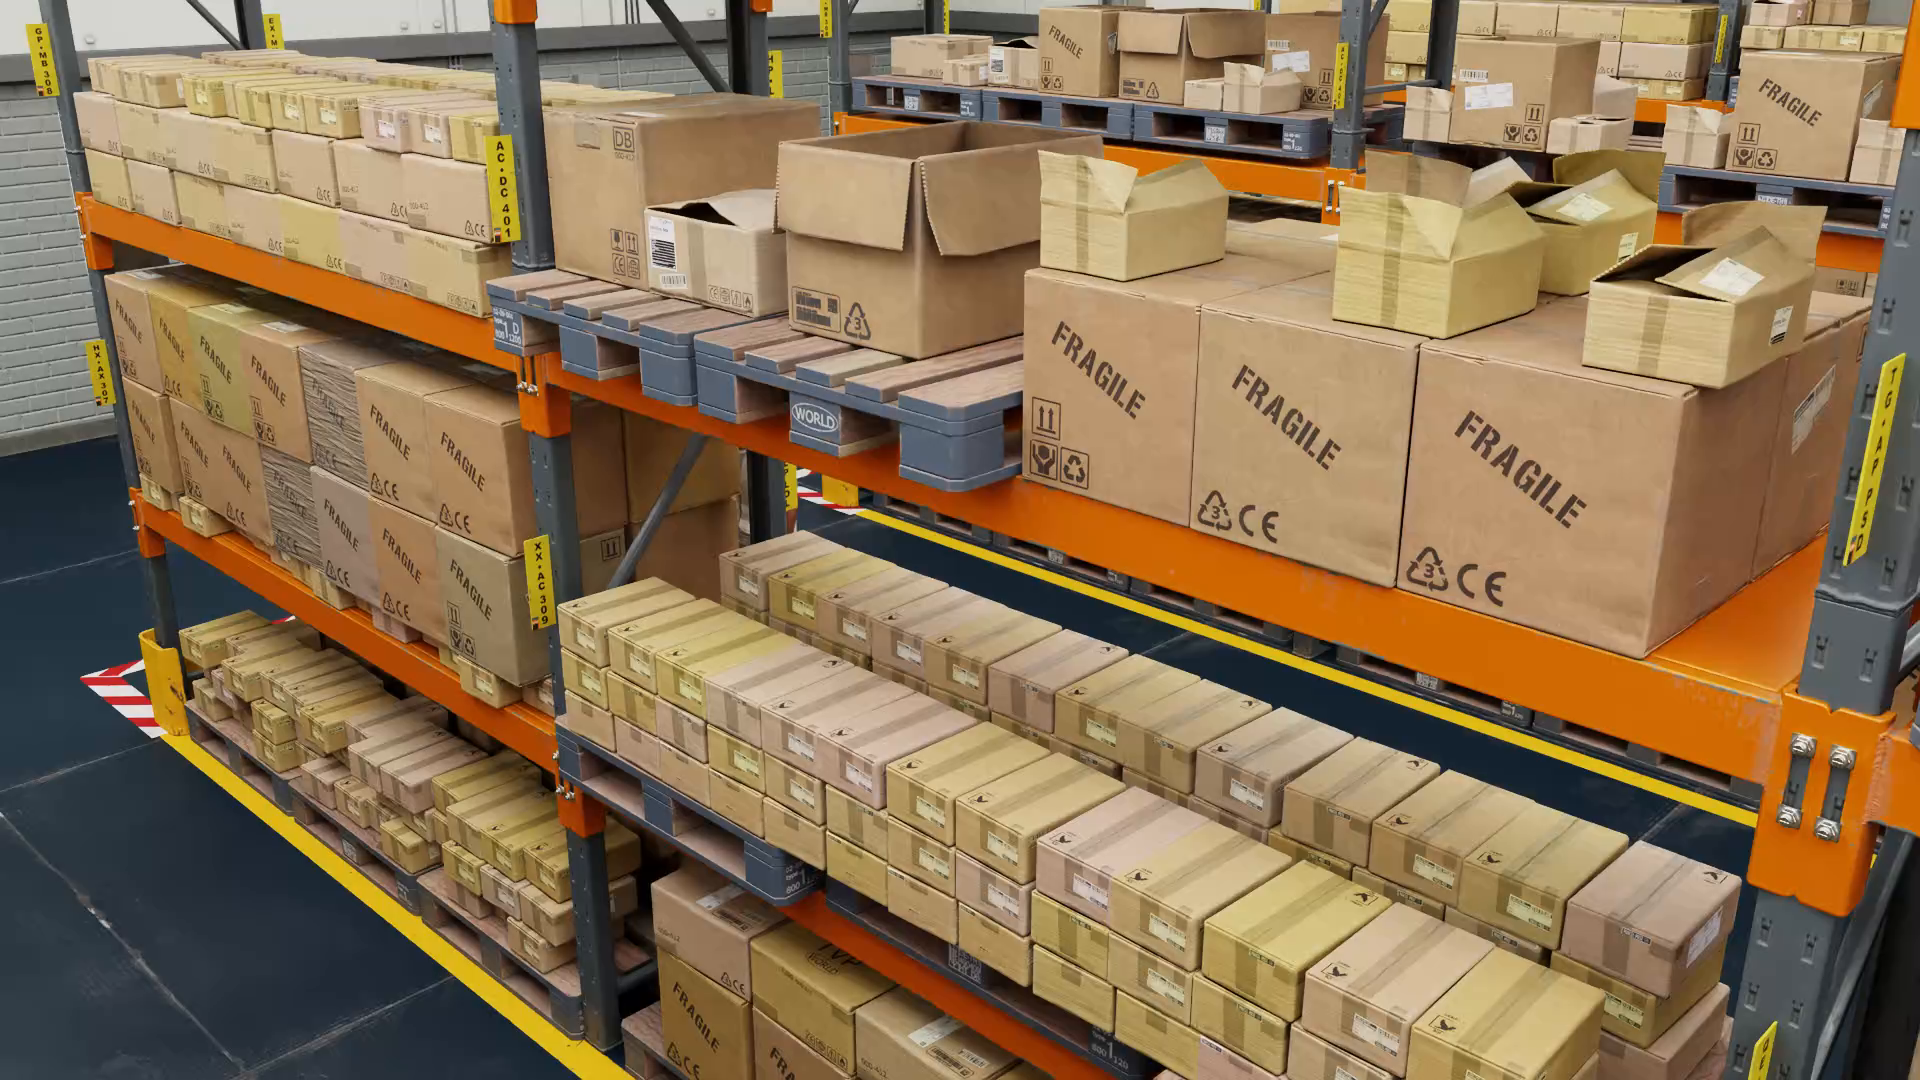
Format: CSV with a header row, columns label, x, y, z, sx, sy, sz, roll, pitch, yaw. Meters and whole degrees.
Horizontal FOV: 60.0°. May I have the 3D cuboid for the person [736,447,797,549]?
label,x,y,z,sx,sy,sz,roll,pitch,yaw
person,-1.141,-0.017,9.108,0.629,1.773,0.453,18,27,40
